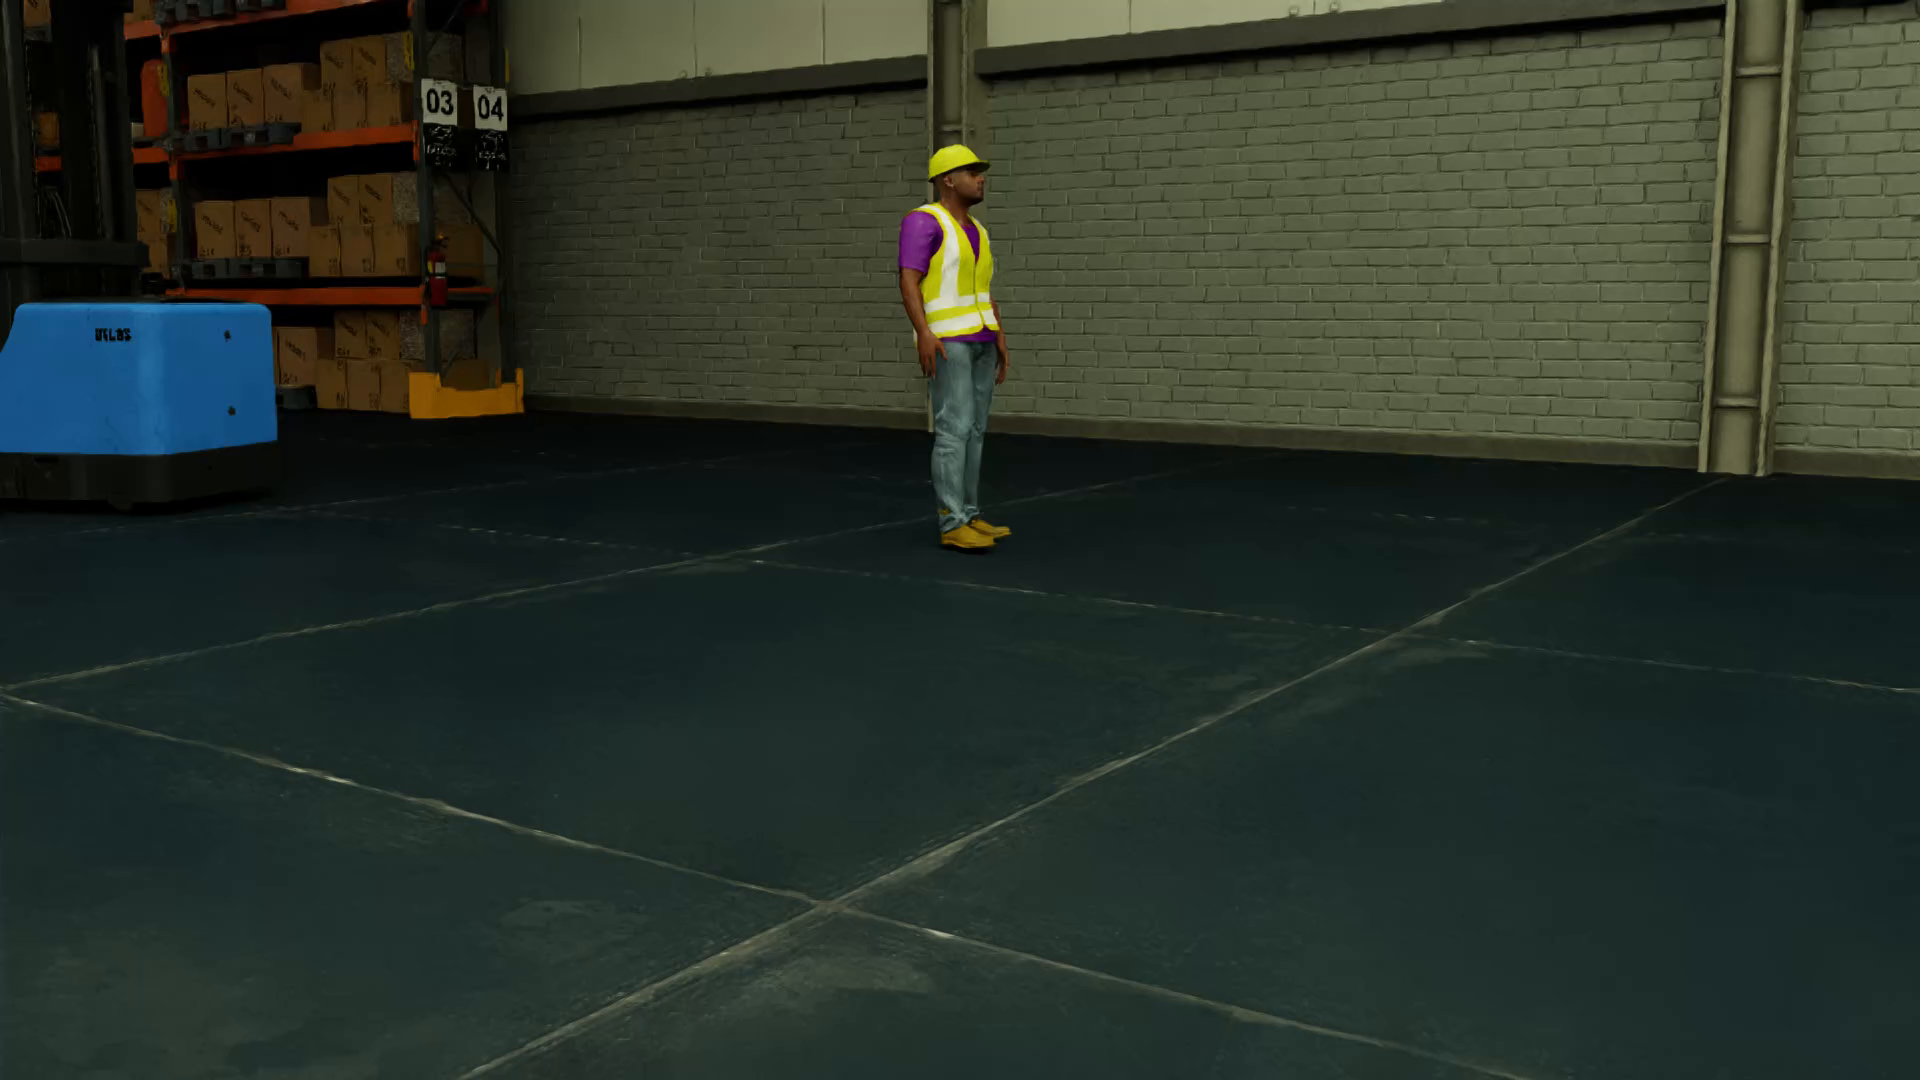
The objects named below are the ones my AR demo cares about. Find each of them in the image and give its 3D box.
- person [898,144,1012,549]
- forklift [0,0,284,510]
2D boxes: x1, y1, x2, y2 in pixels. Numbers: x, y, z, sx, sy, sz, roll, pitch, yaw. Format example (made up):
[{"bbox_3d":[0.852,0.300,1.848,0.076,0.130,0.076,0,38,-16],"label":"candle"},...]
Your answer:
[{"bbox_3d":[0.055,-0.875,7.435,0.576,1.766,0.665,5,10,34],"label":"person"},{"bbox_3d":[-5.377,-1.689,9.071,3.031,2.935,1.130,2,8,14],"label":"forklift"}]
